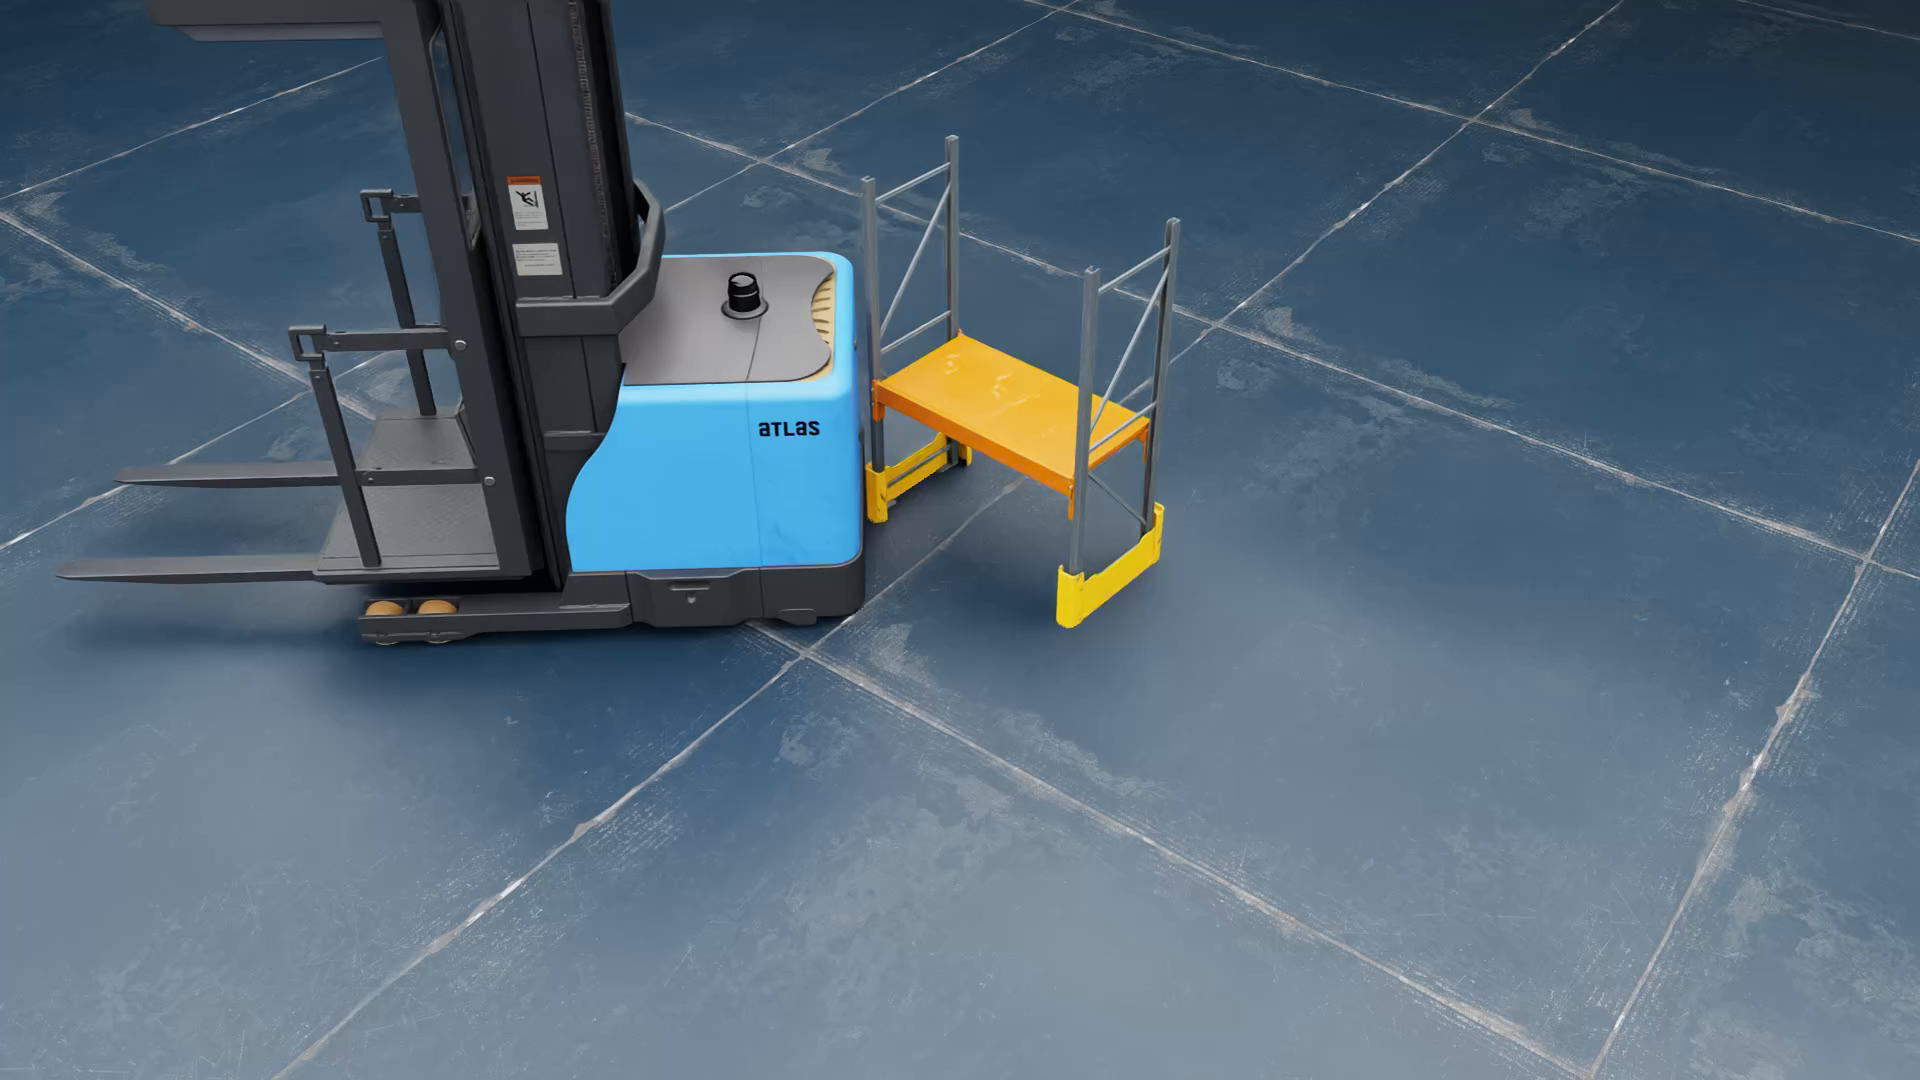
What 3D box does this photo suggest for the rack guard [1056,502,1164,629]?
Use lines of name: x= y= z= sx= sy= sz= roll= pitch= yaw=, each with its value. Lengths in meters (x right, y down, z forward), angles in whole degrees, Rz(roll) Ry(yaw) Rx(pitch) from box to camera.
rack guard: x=0.583 y=0.091 z=6.432 sx=0.087 sy=0.250 sz=0.587 roll=28 pitch=46 yaw=31

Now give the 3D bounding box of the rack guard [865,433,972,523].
rack guard: x=-0.166 y=-0.314 z=6.948 sx=0.087 sy=0.250 sz=0.587 roll=28 pitch=46 yaw=31

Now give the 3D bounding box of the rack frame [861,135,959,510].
rack frame: x=-0.181 y=-0.814 z=6.573 sx=0.032 sy=1.500 sz=0.500 roll=28 pitch=46 yaw=31

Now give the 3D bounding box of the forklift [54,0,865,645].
forklift: x=-1.895 y=-1.094 z=5.770 sx=3.031 sy=2.935 sz=1.130 roll=-2 pitch=38 yaw=-2

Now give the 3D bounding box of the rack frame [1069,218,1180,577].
rack frame: x=0.584 y=-0.401 z=6.046 sx=0.032 sy=1.500 sz=0.500 roll=28 pitch=46 yaw=31

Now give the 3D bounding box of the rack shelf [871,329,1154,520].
rack shelf: x=0.201 y=-0.466 z=6.420 sx=1.000 sy=0.185 sz=0.538 roll=28 pitch=46 yaw=31

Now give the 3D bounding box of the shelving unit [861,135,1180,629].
shelving unit: x=0.208 y=-0.604 z=6.305 sx=1.083 sy=1.500 sz=0.587 roll=28 pitch=46 yaw=31
